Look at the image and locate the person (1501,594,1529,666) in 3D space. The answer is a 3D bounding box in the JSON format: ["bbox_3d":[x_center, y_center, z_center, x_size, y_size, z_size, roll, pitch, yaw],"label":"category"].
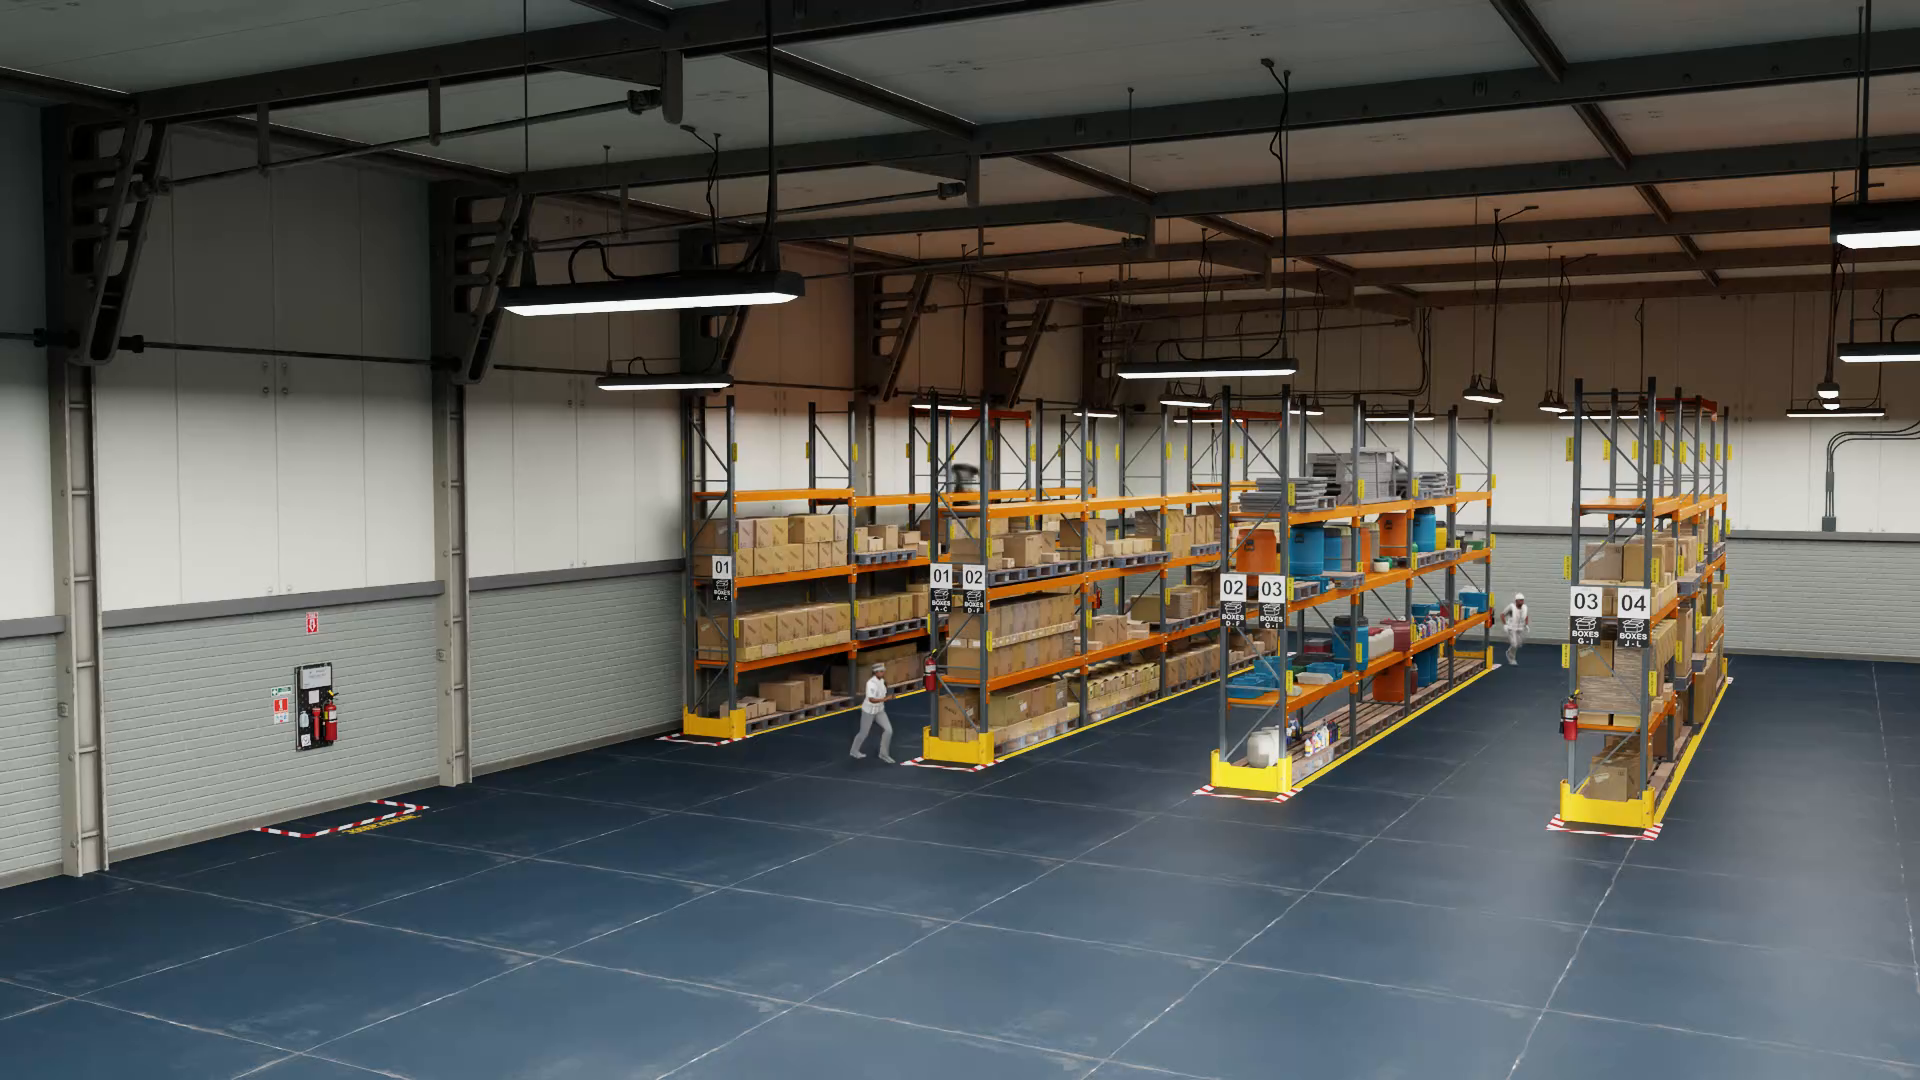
[{"bbox_3d":[13.034,2.097,39.135,0.691,1.703,0.754,-1,3,-16],"label":"person"}]

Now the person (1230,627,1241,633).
[{"bbox_3d":[7.252,1.937,43.078,0.674,1.600,0.939,-1,3,-25],"label":"person"}]

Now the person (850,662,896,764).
[{"bbox_3d":[-1.415,2.775,26.742,0.889,1.669,0.571,2,4,35],"label":"person"}]

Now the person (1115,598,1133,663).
[{"bbox_3d":[3.819,2.162,38.032,0.639,1.694,0.728,1,3,15],"label":"person"}]
